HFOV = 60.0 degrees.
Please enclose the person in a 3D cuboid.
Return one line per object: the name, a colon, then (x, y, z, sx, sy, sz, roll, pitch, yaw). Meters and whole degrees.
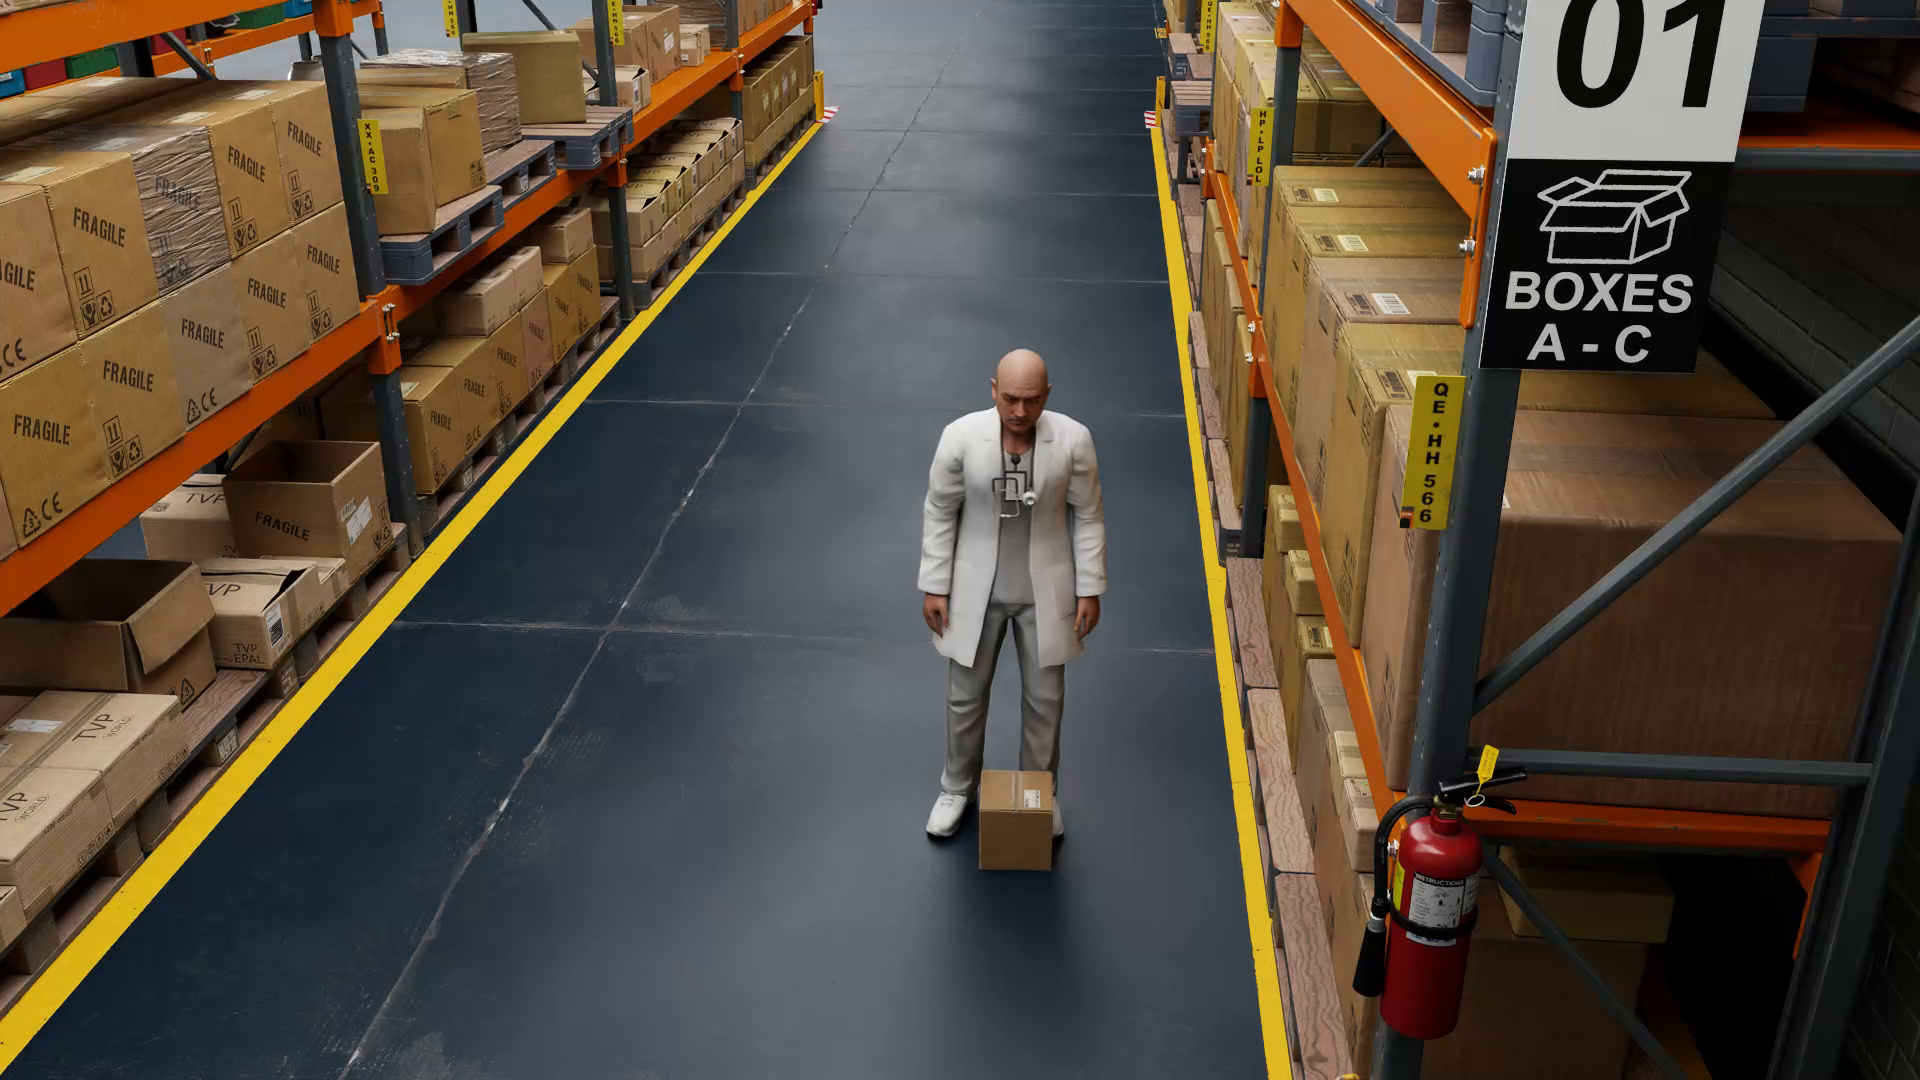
person: (0.180, 0.184, 5.713, 0.653, 1.774, 0.418, 1, 24, 2)
